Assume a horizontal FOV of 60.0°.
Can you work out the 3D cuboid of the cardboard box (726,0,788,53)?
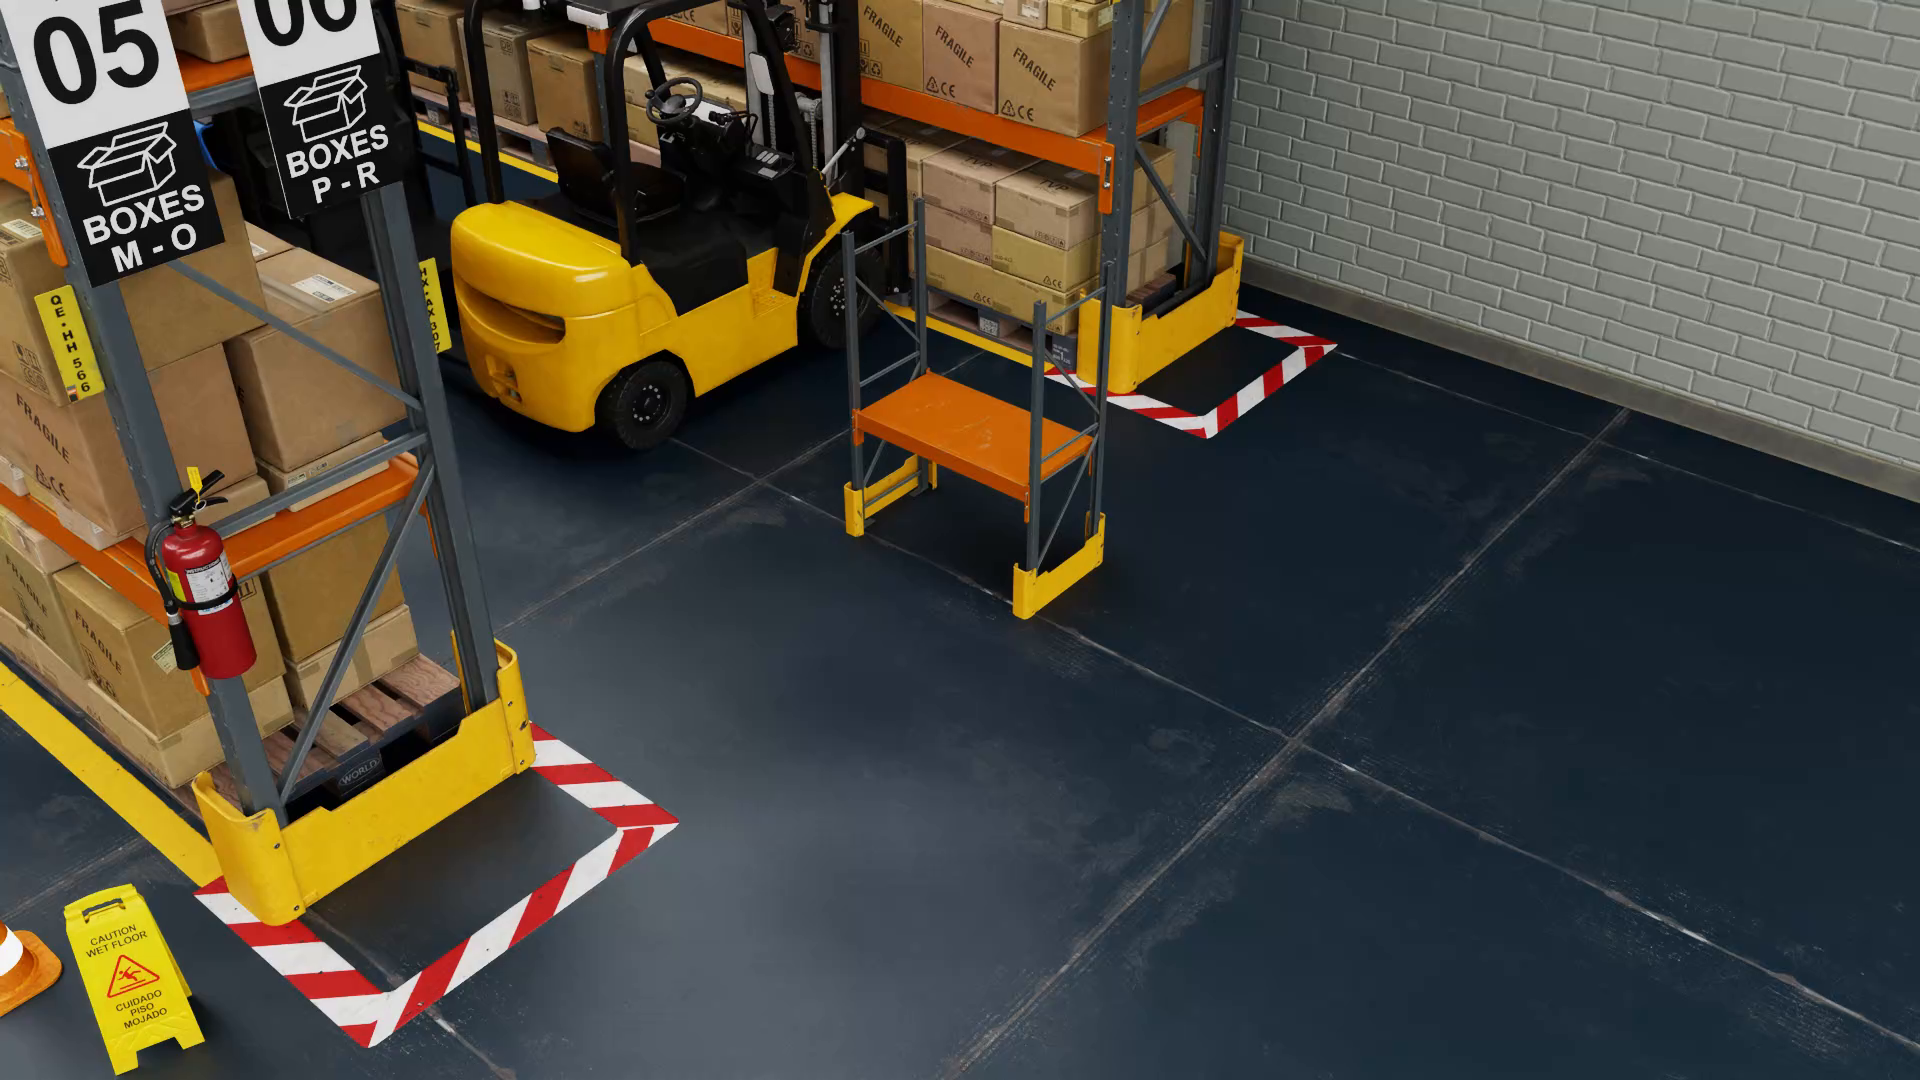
[{"bbox_3d":[-1.007,-3.178,9.639,0.500,0.500,0.500,25,42,31],"label":"cardboard box"}]

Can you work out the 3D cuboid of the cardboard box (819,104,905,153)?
[{"bbox_3d":[-0.636,-2.357,9.707,0.500,0.250,0.500,24,41,31],"label":"cardboard box"}]

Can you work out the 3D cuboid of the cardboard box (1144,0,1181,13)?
[{"bbox_3d":[0.998,-2.871,8.619,0.250,0.149,0.380,24,41,31],"label":"cardboard box"}]

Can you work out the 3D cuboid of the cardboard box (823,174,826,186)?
[{"bbox_3d":[-0.652,-2.159,9.861,0.500,0.250,0.500,25,42,32],"label":"cardboard box"}]

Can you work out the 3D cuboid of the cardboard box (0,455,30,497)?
[{"bbox_3d":[-3.171,-0.330,5.803,0.250,0.149,0.380,26,42,33],"label":"cardboard box"}]

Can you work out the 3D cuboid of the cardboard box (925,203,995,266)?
[{"bbox_3d":[0.140,-1.799,9.336,0.500,0.250,0.500,25,42,31],"label":"cardboard box"}]

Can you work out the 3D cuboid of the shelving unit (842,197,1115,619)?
[{"bbox_3d":[0.059,-0.591,7.285,1.083,1.500,0.587,25,42,32],"label":"shelving unit"}]

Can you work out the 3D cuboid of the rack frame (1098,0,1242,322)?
[{"bbox_3d":[1.093,-2.326,8.488,0.127,3.000,1.000,25,42,32],"label":"rack frame"}]

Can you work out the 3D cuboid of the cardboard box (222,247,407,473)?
[{"bbox_3d":[-2.267,-0.621,5.654,0.500,0.500,0.500,25,41,31],"label":"cardboard box"}]

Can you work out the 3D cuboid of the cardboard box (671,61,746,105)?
[{"bbox_3d":[-1.424,-2.726,10.244,0.500,0.250,0.500,25,42,32],"label":"cardboard box"}]

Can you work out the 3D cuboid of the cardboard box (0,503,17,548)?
[{"bbox_3d":[-3.379,-0.154,6.148,0.250,0.149,0.380,26,42,33],"label":"cardboard box"}]

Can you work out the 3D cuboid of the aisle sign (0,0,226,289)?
[{"bbox_3d":[-2.218,-1.088,4.389,0.004,0.787,0.394,25,42,32],"label":"aisle sign"}]

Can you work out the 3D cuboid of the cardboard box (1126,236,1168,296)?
[{"bbox_3d":[0.841,-1.629,9.530,0.500,0.250,0.500,25,42,32],"label":"cardboard box"}]

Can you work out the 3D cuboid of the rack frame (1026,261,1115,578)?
[{"bbox_3d":[0.456,-0.403,7.012,0.032,1.500,0.500,25,42,32],"label":"rack frame"}]

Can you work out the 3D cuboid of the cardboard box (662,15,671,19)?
[{"bbox_3d":[-1.807,-3.542,10.170,0.500,0.500,0.500,24,41,31],"label":"cardboard box"}]

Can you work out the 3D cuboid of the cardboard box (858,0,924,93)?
[{"bbox_3d":[-0.240,-2.809,9.102,0.500,0.500,0.500,24,41,31],"label":"cardboard box"}]

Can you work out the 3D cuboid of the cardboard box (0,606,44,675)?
[{"bbox_3d":[-3.672,0.241,6.807,0.500,0.250,0.500,24,41,30],"label":"cardboard box"}]

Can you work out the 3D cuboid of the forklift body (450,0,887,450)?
[{"bbox_3d":[-1.532,-1.869,8.572,1.214,2.155,2.313,25,42,32],"label":"forklift body"}]

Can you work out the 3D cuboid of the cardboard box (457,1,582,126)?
[{"bbox_3d":[-2.981,-3.438,11.833,0.625,0.625,0.875,25,42,31],"label":"cardboard box"}]

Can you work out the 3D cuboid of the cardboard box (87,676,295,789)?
[{"bbox_3d":[-2.892,0.611,6.269,0.500,0.250,0.500,25,42,32],"label":"cardboard box"}]

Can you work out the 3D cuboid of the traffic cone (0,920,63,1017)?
[{"bbox_3d":[-3.236,1.286,5.469,0.334,0.463,0.336,25,42,32],"label":"traffic cone"}]

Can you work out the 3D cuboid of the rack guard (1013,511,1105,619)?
[{"bbox_3d":[0.441,0.105,7.376,0.087,0.250,0.587,25,42,32],"label":"rack guard"}]

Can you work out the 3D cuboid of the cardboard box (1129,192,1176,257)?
[{"bbox_3d":[0.864,-1.833,9.385,0.500,0.250,0.500,26,42,33],"label":"cardboard box"}]

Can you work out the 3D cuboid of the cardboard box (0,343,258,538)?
[{"bbox_3d":[-2.674,-0.406,5.340,0.500,0.500,0.500,24,41,31],"label":"cardboard box"}]

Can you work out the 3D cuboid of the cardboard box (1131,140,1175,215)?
[{"bbox_3d":[0.845,-2.034,9.237,0.500,0.250,0.500,25,41,31],"label":"cardboard box"}]

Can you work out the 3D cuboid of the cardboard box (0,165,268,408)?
[{"bbox_3d":[-2.612,-0.831,5.077,0.500,0.500,0.700,24,41,31],"label":"cardboard box"}]

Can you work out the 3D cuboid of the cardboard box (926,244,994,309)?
[{"bbox_3d":[0.154,-1.583,9.463,0.500,0.250,0.500,25,42,32],"label":"cardboard box"}]

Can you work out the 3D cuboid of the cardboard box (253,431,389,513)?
[{"bbox_3d":[-2.209,-0.275,5.722,0.250,0.149,0.380,25,42,32],"label":"cardboard box"}]

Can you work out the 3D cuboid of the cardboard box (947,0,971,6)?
[{"bbox_3d":[0.088,-2.933,8.711,0.250,0.149,0.380,25,42,32],"label":"cardboard box"}]

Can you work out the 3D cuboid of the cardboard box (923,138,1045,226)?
[{"bbox_3d":[0.143,-1.992,9.175,0.500,0.250,0.500,26,42,33],"label":"cardboard box"}]

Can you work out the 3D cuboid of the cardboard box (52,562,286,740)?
[{"bbox_3d":[-2.863,0.309,6.046,0.500,0.500,0.500,26,42,32],"label":"cardboard box"}]

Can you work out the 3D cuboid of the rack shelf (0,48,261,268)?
[{"bbox_3d":[-3.617,-1.830,5.750,4.000,0.370,1.077,25,42,32],"label":"rack shelf"}]

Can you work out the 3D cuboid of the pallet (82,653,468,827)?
[{"bbox_3d":[-2.740,0.647,6.621,1.213,0.211,1.003,25,42,32],"label":"pallet"}]

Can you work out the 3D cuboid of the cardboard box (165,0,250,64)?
[{"bbox_3d":[-2.127,-1.560,4.944,0.250,0.149,0.380,25,42,32],"label":"cardboard box"}]

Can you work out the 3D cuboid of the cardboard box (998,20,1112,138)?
[{"bbox_3d":[0.547,-2.431,8.552,0.500,0.500,0.500,24,41,31],"label":"cardboard box"}]

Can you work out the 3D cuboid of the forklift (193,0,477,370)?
[{"bbox_3d":[-3.330,-2.554,8.881,3.031,2.935,1.130,25,42,32],"label":"forklift"}]

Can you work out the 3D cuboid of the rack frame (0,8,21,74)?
[{"bbox_3d":[-2.080,-2.638,3.643,0.127,3.000,1.000,25,42,32],"label":"rack frame"}]

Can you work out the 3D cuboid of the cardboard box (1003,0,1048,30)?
[{"bbox_3d":[0.432,-2.718,8.397,0.250,0.149,0.380,26,42,33],"label":"cardboard box"}]

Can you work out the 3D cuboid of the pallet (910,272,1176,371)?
[{"bbox_3d":[0.478,-1.436,9.654,1.213,0.211,1.003,25,42,32],"label":"pallet"}]

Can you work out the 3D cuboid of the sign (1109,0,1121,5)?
[{"bbox_3d":[0.735,-2.670,7.756,0.005,0.325,0.100,25,42,32],"label":"sign"}]

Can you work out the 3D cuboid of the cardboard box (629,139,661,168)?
[{"bbox_3d":[-1.821,-2.495,10.792,0.500,0.250,0.500,26,42,32],"label":"cardboard box"}]

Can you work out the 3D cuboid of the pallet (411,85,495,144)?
[{"bbox_3d":[-3.514,-3.317,12.394,1.213,0.211,1.003,25,42,32],"label":"pallet"}]

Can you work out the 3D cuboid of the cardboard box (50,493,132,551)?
[{"bbox_3d":[-2.770,-0.148,5.537,0.250,0.149,0.380,25,42,31],"label":"cardboard box"}]

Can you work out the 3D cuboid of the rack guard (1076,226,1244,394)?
[{"bbox_3d":[1.111,-1.287,9.183,0.348,0.500,1.175,25,42,32],"label":"rack guard"}]

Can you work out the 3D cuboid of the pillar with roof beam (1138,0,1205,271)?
[{"bbox_3d":[-1.620,-3.571,5.000,0.400,9.000,9.100,25,42,32],"label":"pillar with roof beam"}]

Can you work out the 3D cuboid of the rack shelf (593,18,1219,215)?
[{"bbox_3d":[-0.444,-2.754,9.746,4.000,0.370,1.077,25,42,32],"label":"rack shelf"}]

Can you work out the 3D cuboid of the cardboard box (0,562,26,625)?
[{"bbox_3d":[-3.649,-0.064,6.589,0.500,0.500,0.500,24,41,31],"label":"cardboard box"}]
